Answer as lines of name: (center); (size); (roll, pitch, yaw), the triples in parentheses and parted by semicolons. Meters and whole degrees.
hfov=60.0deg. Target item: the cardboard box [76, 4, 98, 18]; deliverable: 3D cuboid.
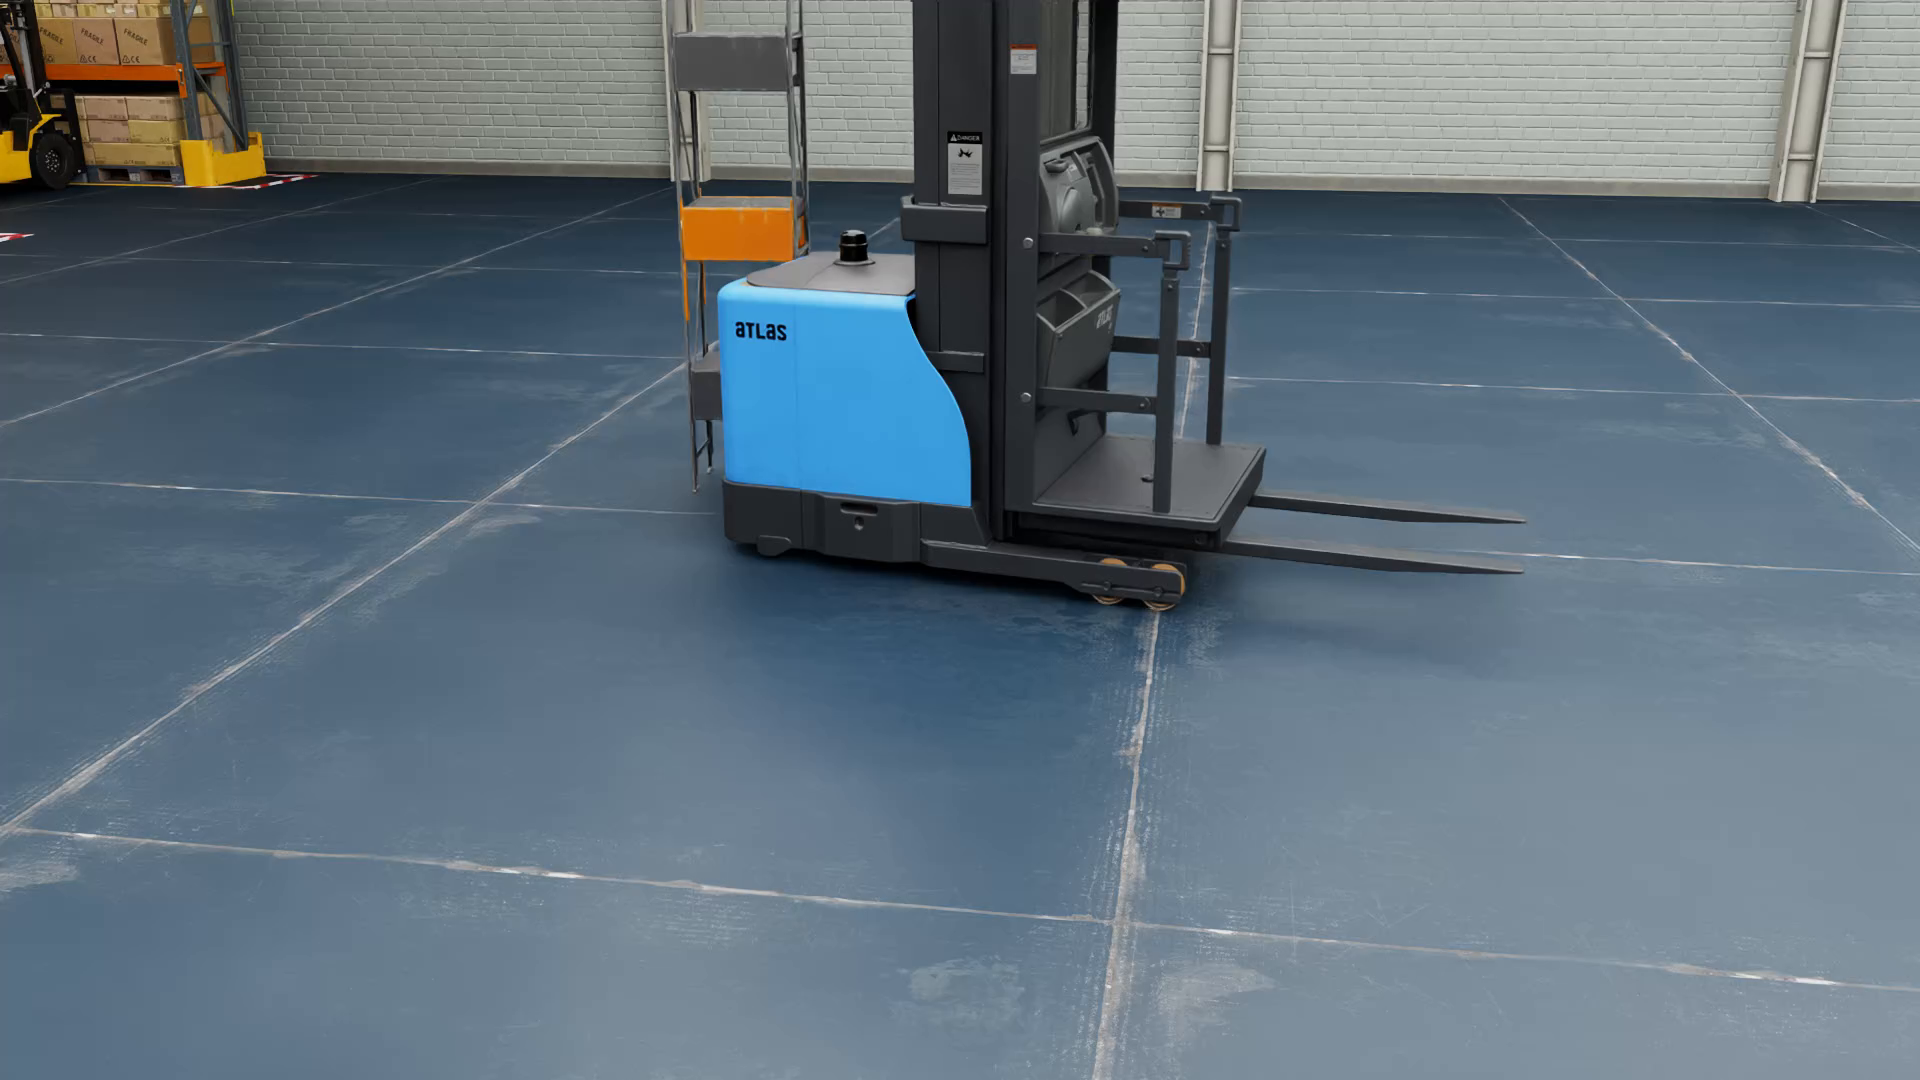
cardboard box: (-9.628, -5.916, 18.576); (0.250, 0.149, 0.380); (3, 19, 8)

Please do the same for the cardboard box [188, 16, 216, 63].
cardboard box: (-8.940, -5.739, 19.069); (0.500, 0.500, 0.500); (4, 19, 10)

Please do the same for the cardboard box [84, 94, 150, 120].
cardboard box: (-9.504, -4.898, 18.810); (0.500, 0.250, 0.500); (3, 19, 10)

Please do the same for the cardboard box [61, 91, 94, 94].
cardboard box: (-10.430, -5.113, 19.451); (0.500, 0.250, 0.500); (3, 19, 8)

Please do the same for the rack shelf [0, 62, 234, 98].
rack shelf: (-10.469, -5.339, 19.165); (4.000, 0.370, 1.077); (3, 19, 9)

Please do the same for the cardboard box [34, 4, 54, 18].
cardboard box: (-10.152, -5.921, 18.591); (0.250, 0.149, 0.380); (3, 19, 9)

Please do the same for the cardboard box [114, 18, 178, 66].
cardboard box: (-9.022, -5.569, 18.562); (0.500, 0.500, 0.500); (3, 19, 7)

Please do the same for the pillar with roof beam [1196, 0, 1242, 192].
pillar with roof beam: (2.126, -6.789, 12.911); (0.400, 9.000, 9.100); (3, 19, 9)

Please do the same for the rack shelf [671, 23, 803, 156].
rack shelf: (-0.933, -1.915, 7.056); (0.480, 0.518, 0.431); (1, 19, 3)

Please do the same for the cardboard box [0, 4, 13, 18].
cardboard box: (-10.647, -5.953, 18.688); (0.250, 0.149, 0.380); (3, 19, 8)

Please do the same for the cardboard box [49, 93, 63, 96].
cardboard box: (-10.503, -4.948, 18.960); (0.500, 0.250, 0.500); (3, 19, 8)

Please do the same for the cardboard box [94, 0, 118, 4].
cardboard box: (-9.393, -6.035, 18.463); (0.250, 0.149, 0.380); (3, 19, 10)

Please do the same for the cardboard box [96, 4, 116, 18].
cardboard box: (-9.385, -5.900, 18.528); (0.250, 0.149, 0.380); (3, 19, 10)

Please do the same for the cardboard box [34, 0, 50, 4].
cardboard box: (-10.158, -6.060, 18.539); (0.250, 0.149, 0.380); (3, 19, 10)

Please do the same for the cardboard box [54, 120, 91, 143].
cardboard box: (-10.031, -4.686, 18.965); (0.500, 0.250, 0.500); (2, 19, 7)

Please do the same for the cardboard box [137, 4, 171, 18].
cardboard box: (-8.881, -5.864, 18.421); (0.250, 0.149, 0.380); (3, 19, 9)

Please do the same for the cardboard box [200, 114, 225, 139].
cardboard box: (-8.926, -4.800, 19.306); (0.500, 0.250, 0.500); (3, 19, 10)

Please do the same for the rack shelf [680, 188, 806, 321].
rack shelf: (-0.933, -1.252, 7.278); (0.480, 0.518, 0.431); (1, 19, 3)

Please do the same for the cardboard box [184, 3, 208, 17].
cardboard box: (-8.788, -6.033, 18.925); (0.250, 0.149, 0.380); (2, 19, 7)

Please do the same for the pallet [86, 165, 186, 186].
pallet: (-9.256, -4.282, 19.268); (1.213, 0.211, 1.003); (3, 19, 9)

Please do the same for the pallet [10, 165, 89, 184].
pallet: (-10.457, -4.344, 19.454); (1.213, 0.211, 1.003); (3, 19, 9)

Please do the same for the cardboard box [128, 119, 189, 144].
cardboard box: (-9.025, -4.638, 18.821); (0.500, 0.250, 0.500); (3, 19, 8)

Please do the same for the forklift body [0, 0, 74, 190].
forklift body: (-10.656, -4.701, 17.462); (1.214, 2.155, 2.313); (3, 19, 9)

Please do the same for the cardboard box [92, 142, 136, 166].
cardboard box: (-9.498, -4.427, 18.978); (0.500, 0.250, 0.500); (3, 19, 9)

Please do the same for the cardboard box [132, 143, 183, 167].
cardboard box: (-9.009, -4.399, 18.895); (0.500, 0.250, 0.500); (3, 19, 9)

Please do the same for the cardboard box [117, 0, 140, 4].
cardboard box: (-9.130, -6.030, 18.449); (0.250, 0.149, 0.380); (3, 19, 9)

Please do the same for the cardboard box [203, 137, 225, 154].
cardboard box: (-8.949, -4.560, 19.377); (0.500, 0.250, 0.500); (3, 19, 9)

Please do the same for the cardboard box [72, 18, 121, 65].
cardboard box: (-9.533, -5.598, 18.649); (0.500, 0.500, 0.500); (4, 19, 10)

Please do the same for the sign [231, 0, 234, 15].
sign: (-8.401, -6.201, 19.119); (0.005, 0.325, 0.100); (3, 19, 9)

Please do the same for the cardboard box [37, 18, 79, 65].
cardboard box: (-10.039, -5.624, 18.726); (0.500, 0.500, 0.500); (3, 19, 8)

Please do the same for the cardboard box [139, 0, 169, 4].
cardboard box: (-8.882, -6.027, 18.441); (0.250, 0.149, 0.380); (3, 19, 9)

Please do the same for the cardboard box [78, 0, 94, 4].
cardboard box: (-9.627, -6.070, 18.570); (0.250, 0.149, 0.380); (3, 19, 9)

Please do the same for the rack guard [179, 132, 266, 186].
rack guard: (-8.471, -4.393, 19.143); (0.348, 0.500, 1.175); (3, 19, 9)

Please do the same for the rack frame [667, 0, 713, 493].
rack frame: (-1.177, -1.268, 7.285); (0.015, 2.100, 0.400); (1, 19, 3)

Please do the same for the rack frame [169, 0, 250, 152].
rack frame: (-8.495, -5.579, 18.750); (0.127, 3.000, 1.000); (3, 19, 9)

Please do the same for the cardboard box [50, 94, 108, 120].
cardboard box: (-10.004, -4.920, 18.876); (0.500, 0.250, 0.500); (3, 19, 9)

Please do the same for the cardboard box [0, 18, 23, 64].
cardboard box: (-10.537, -5.646, 18.791); (0.500, 0.500, 0.500); (3, 19, 9)

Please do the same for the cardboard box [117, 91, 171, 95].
cardboard box: (-9.433, -5.056, 19.282); (0.500, 0.250, 0.500); (3, 19, 9)

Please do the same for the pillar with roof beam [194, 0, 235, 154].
pillar with roof beam: (-9.722, -7.393, 14.716); (0.400, 9.000, 9.100); (3, 19, 9)

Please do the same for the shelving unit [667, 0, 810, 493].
shelving unit: (-0.933, -1.265, 7.273); (0.503, 2.100, 0.431); (1, 19, 3)

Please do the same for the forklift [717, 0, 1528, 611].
forklift: (0.633, -1.324, 6.140); (3.031, 2.935, 1.130); (6, 19, 18)

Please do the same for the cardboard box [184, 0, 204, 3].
cardboard box: (-8.792, -6.159, 18.835); (0.250, 0.149, 0.380); (3, 19, 8)

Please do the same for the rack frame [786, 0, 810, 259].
rack frame: (-0.689, -1.261, 7.262); (0.015, 2.100, 0.400); (1, 19, 3)

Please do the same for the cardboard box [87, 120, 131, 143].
cardboard box: (-9.518, -4.667, 18.907); (0.500, 0.250, 0.500); (3, 19, 8)

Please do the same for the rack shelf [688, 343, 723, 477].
rack shelf: (-0.933, -0.588, 7.500); (0.480, 0.518, 0.431); (1, 19, 3)

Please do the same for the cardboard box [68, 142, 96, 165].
cardboard box: (-9.991, -4.455, 19.062); (0.500, 0.250, 0.500); (3, 19, 9)

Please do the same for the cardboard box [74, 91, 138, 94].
cardboard box: (-9.925, -5.085, 19.368); (0.500, 0.250, 0.500); (3, 19, 8)

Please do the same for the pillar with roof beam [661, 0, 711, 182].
pillar with roof beam: (-3.798, -7.091, 13.814); (0.400, 9.000, 9.100); (3, 19, 9)

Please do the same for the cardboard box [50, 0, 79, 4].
cardboard box: (-9.902, -6.049, 18.505); (0.250, 0.149, 0.380); (3, 19, 10)

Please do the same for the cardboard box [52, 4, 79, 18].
cardboard box: (-9.899, -5.914, 18.572); (0.250, 0.149, 0.380); (2, 19, 7)

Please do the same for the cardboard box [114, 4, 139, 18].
cardboard box: (-9.138, -5.867, 18.432); (0.250, 0.149, 0.380); (3, 19, 10)

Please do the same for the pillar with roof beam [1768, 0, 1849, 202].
pillar with roof beam: (8.050, -6.487, 12.009); (0.400, 9.000, 9.100); (3, 19, 9)

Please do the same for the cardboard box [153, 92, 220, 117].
cardboard box: (-8.939, -5.032, 19.211); (0.500, 0.250, 0.500); (3, 19, 8)

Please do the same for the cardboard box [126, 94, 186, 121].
cardboard box: (-8.999, -4.874, 18.738); (0.500, 0.250, 0.500); (4, 19, 10)
